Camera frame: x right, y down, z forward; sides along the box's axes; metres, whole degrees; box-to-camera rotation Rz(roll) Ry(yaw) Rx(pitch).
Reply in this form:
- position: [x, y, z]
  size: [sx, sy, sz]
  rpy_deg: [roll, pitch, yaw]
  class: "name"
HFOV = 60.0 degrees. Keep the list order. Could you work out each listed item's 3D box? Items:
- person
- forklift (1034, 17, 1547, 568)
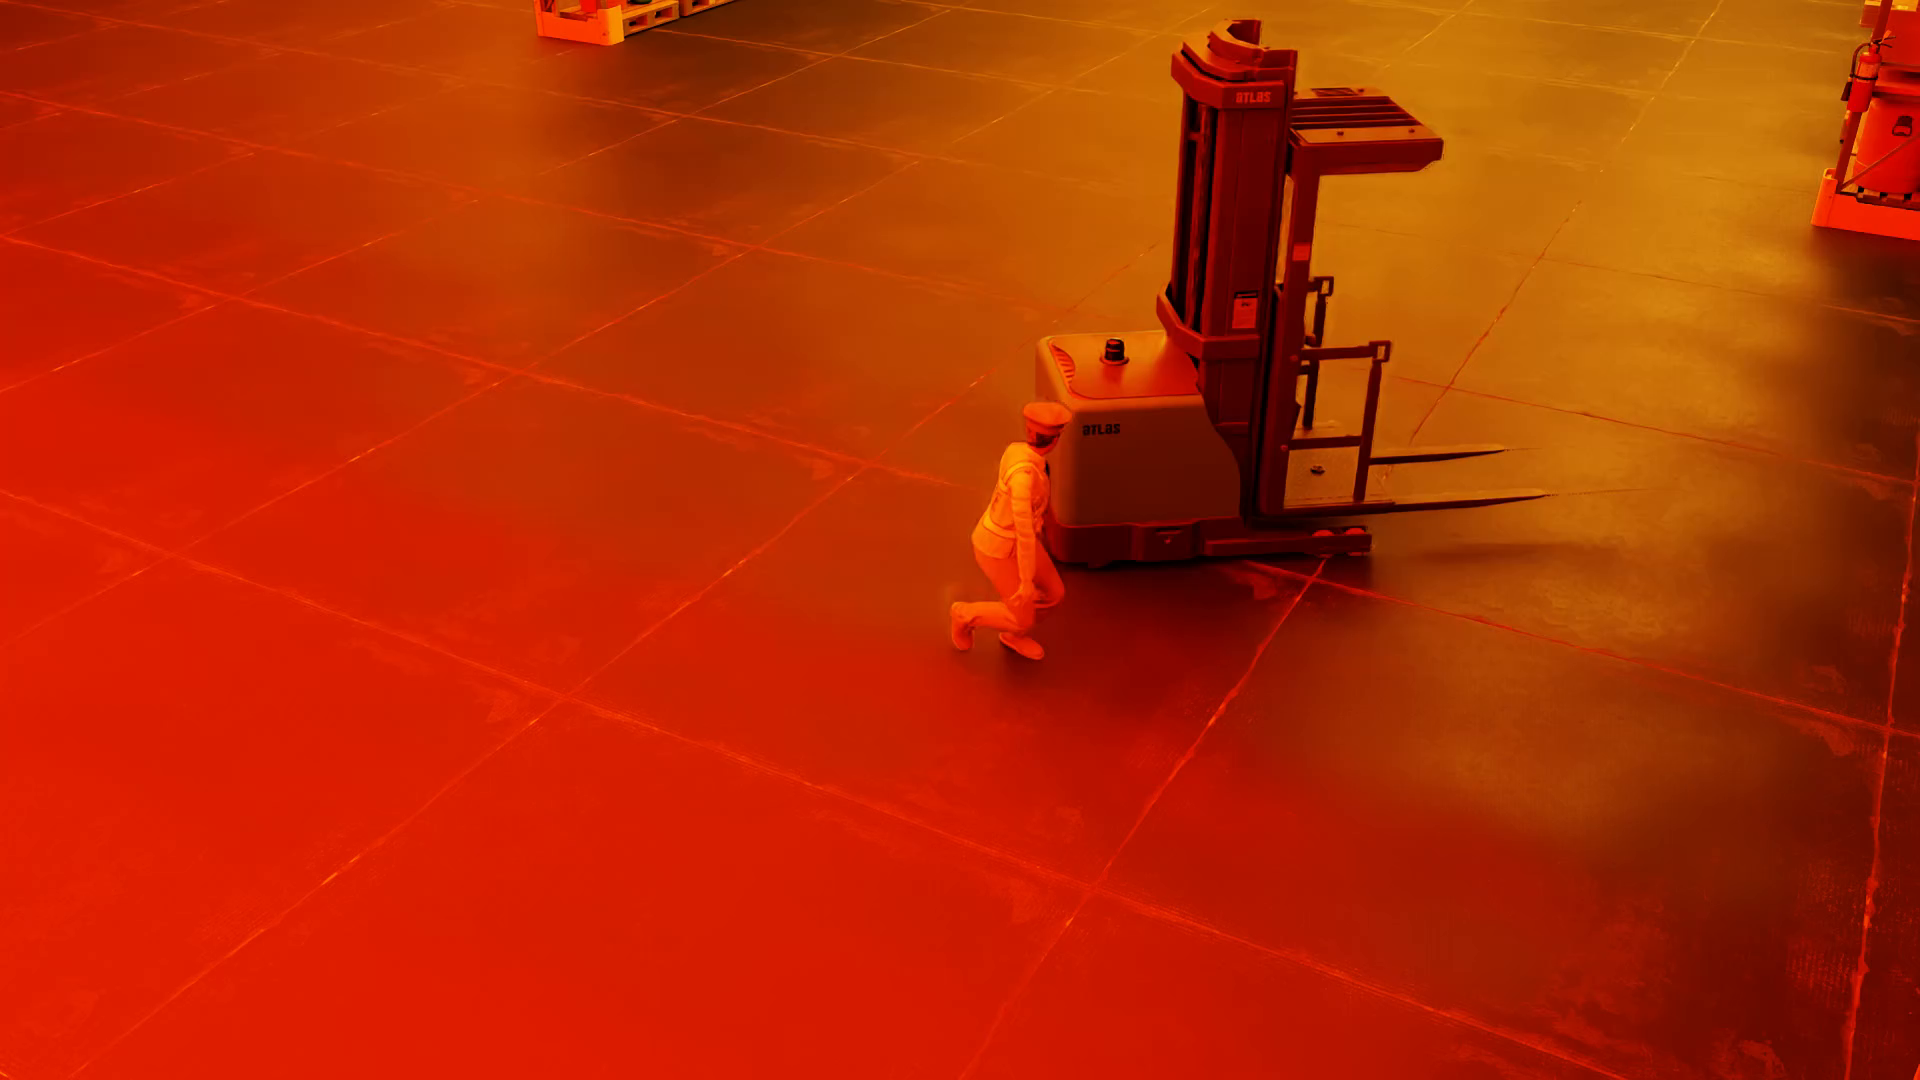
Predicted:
- position: [0.250, -0.016, 8.597]
  size: [0.609, 1.465, 0.757]
  rpy_deg: [9, 31, 16]
  class: "person"
- position: [1.997, -1.420, 9.530]
  size: [3.031, 2.935, 1.130]
  rpy_deg: [-4, 30, -6]
  class: "forklift"
